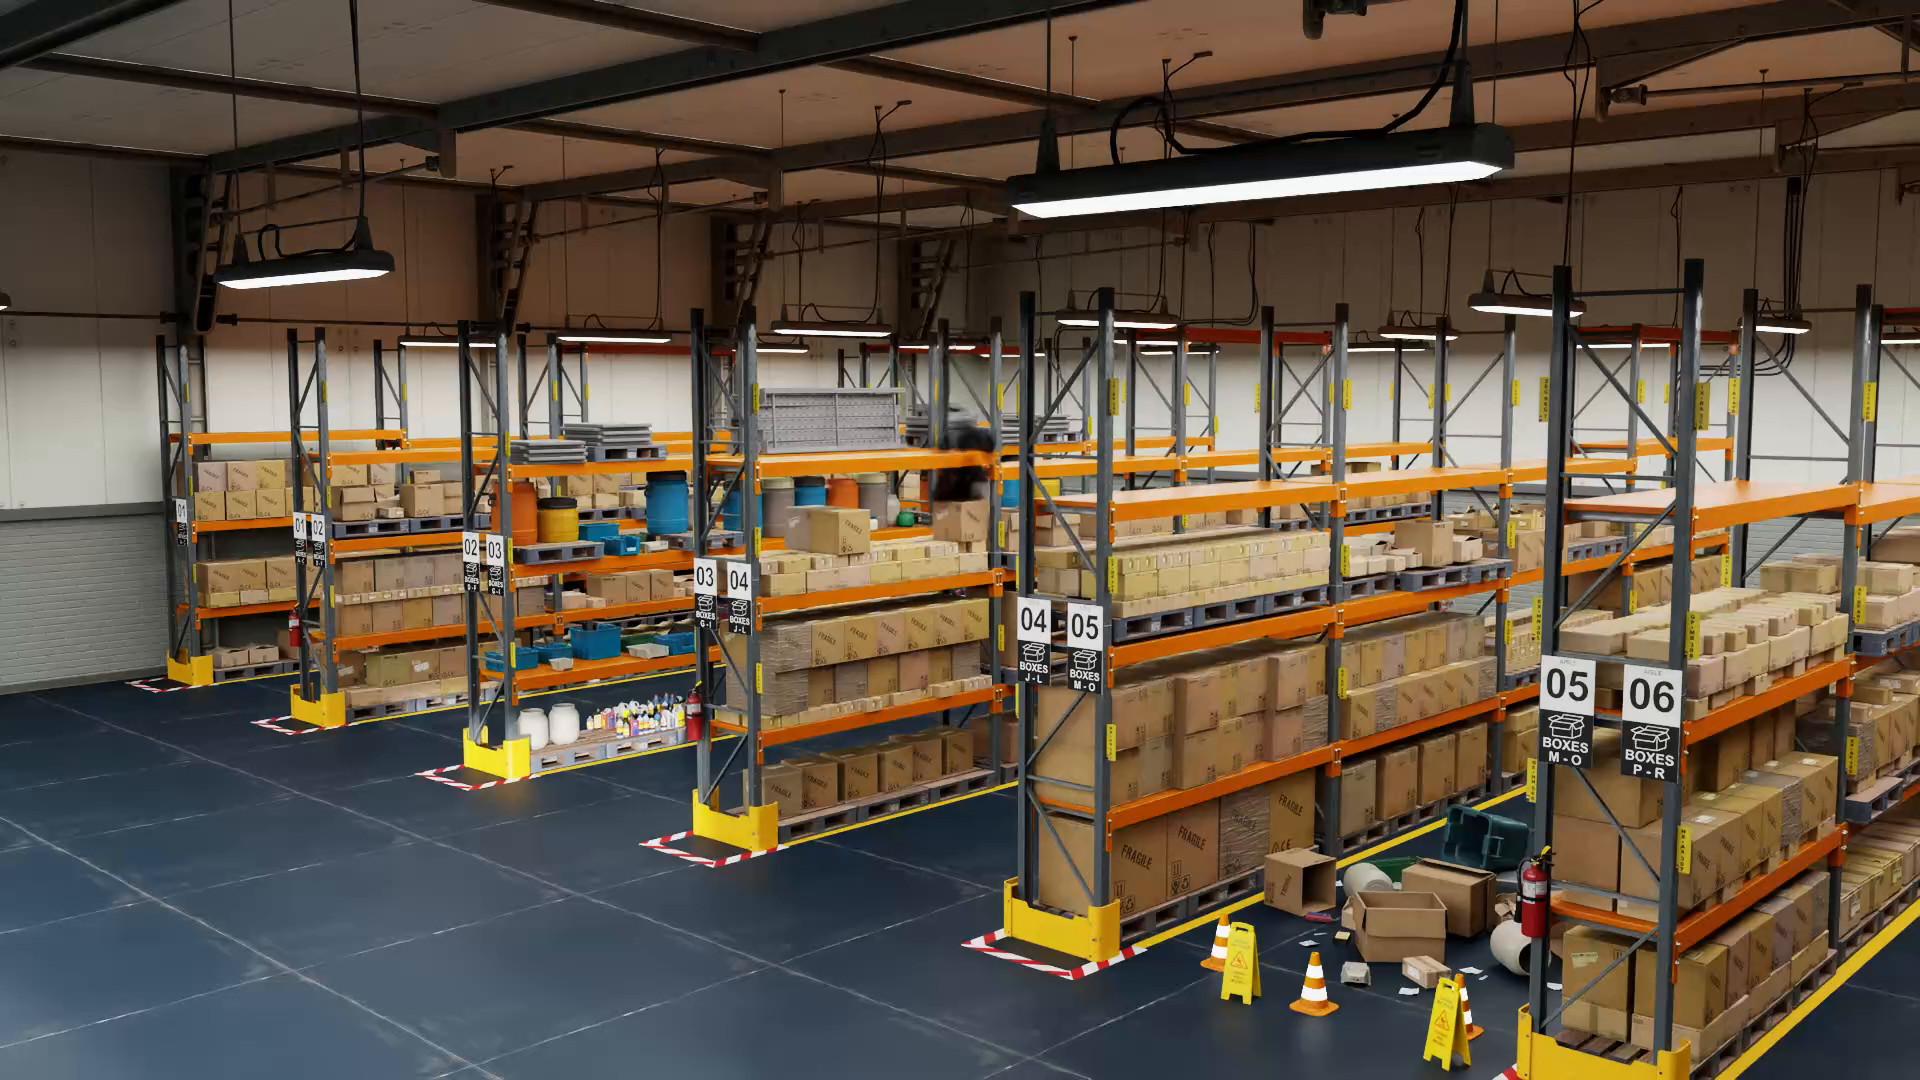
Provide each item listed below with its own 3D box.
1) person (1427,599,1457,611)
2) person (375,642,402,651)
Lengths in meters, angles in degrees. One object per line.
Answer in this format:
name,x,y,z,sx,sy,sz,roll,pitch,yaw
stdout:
person,8.984,1.368,31.099,0.673,1.746,0.532,-5,8,-45
person,-9.662,1.706,28.111,0.552,1.620,0.628,2,6,23
